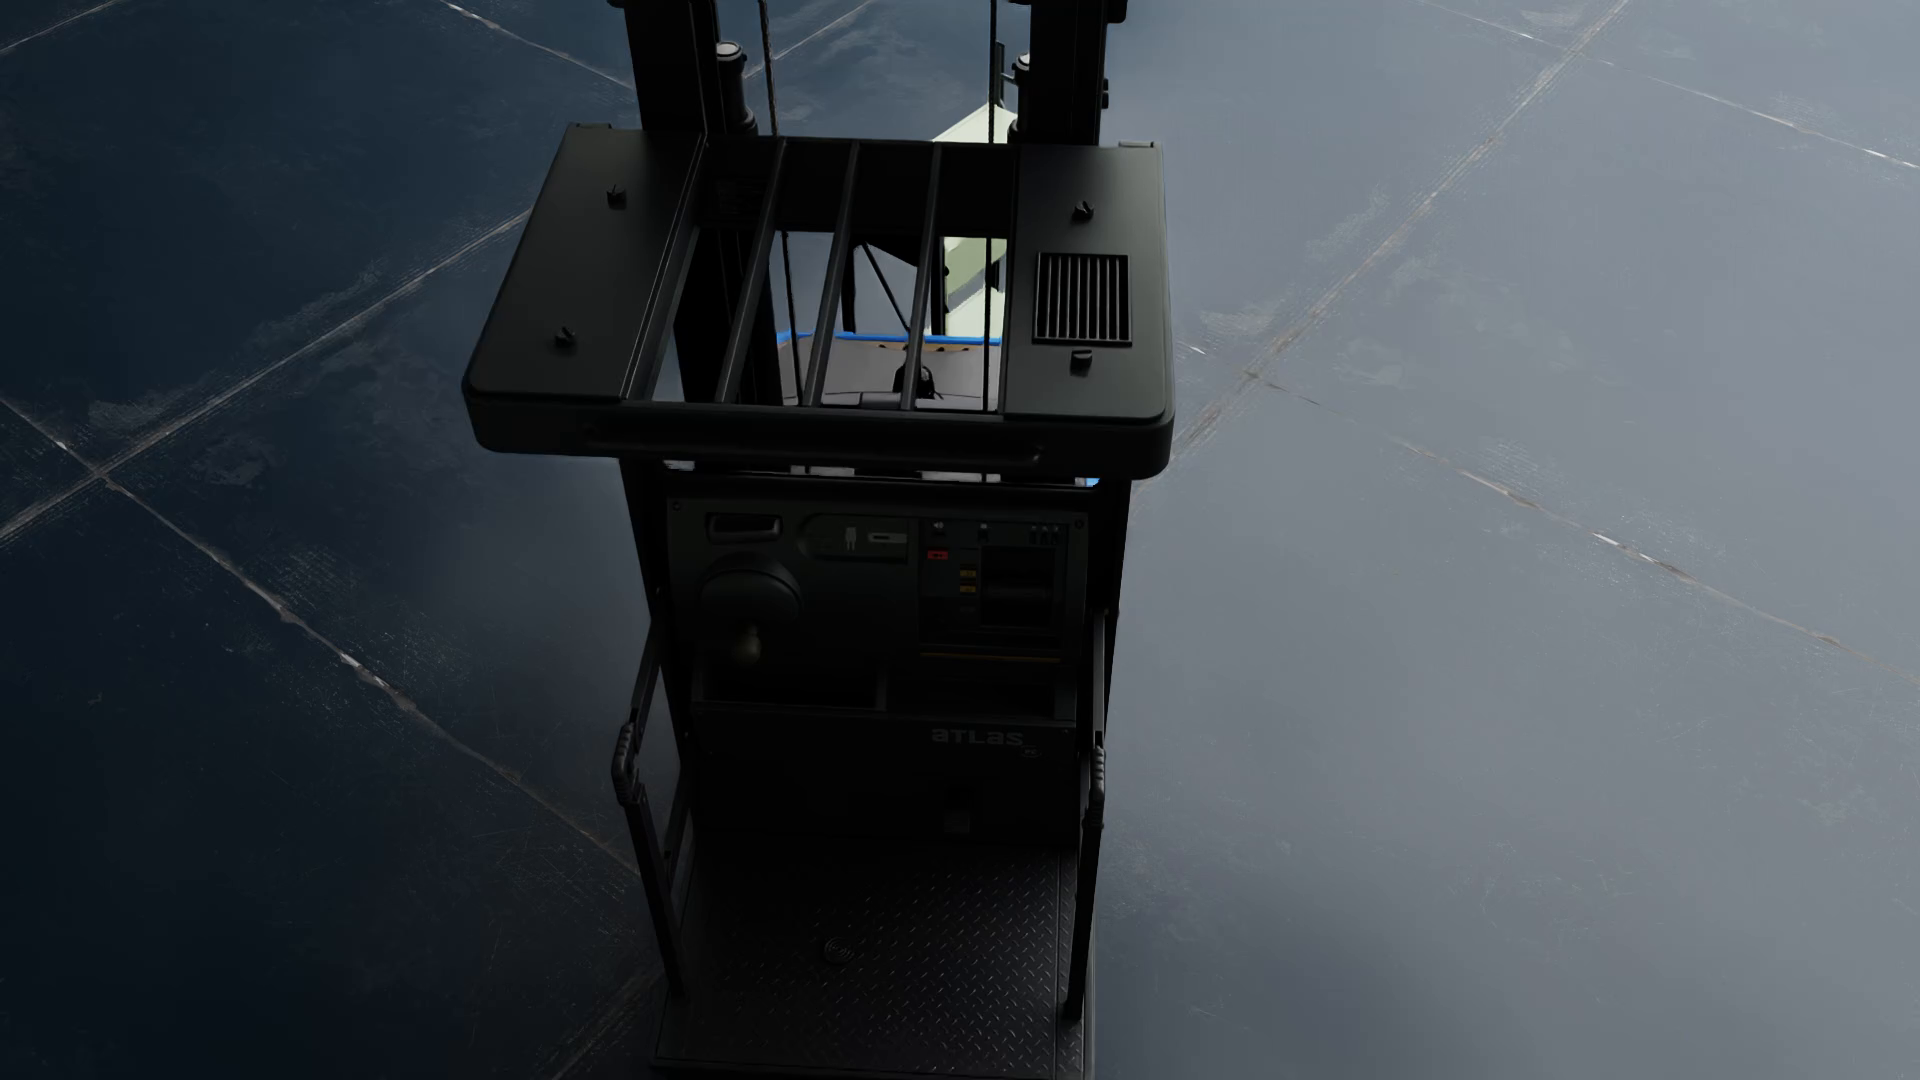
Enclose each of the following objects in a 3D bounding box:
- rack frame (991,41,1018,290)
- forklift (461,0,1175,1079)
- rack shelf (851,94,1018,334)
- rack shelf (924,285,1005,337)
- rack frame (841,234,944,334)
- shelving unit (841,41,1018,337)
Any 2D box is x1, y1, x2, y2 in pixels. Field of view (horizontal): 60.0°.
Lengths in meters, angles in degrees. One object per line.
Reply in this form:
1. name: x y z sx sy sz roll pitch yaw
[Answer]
1. rack frame: 0.260 -0.931 5.602 0.400 1.500 0.023 31 54 26
2. forklift: -0.194 0.189 3.542 1.130 2.935 3.031 3 46 2
3. rack shelf: 0.027 -0.996 5.124 0.431 0.370 0.720 31 54 26
4. rack shelf: 0.027 -0.501 5.642 0.431 0.370 0.720 31 54 26
5. rack frame: -0.205 -0.522 5.211 0.400 1.500 0.023 31 54 26
6. shelving unit: 0.027 -0.726 5.407 0.431 1.500 0.755 31 54 26
